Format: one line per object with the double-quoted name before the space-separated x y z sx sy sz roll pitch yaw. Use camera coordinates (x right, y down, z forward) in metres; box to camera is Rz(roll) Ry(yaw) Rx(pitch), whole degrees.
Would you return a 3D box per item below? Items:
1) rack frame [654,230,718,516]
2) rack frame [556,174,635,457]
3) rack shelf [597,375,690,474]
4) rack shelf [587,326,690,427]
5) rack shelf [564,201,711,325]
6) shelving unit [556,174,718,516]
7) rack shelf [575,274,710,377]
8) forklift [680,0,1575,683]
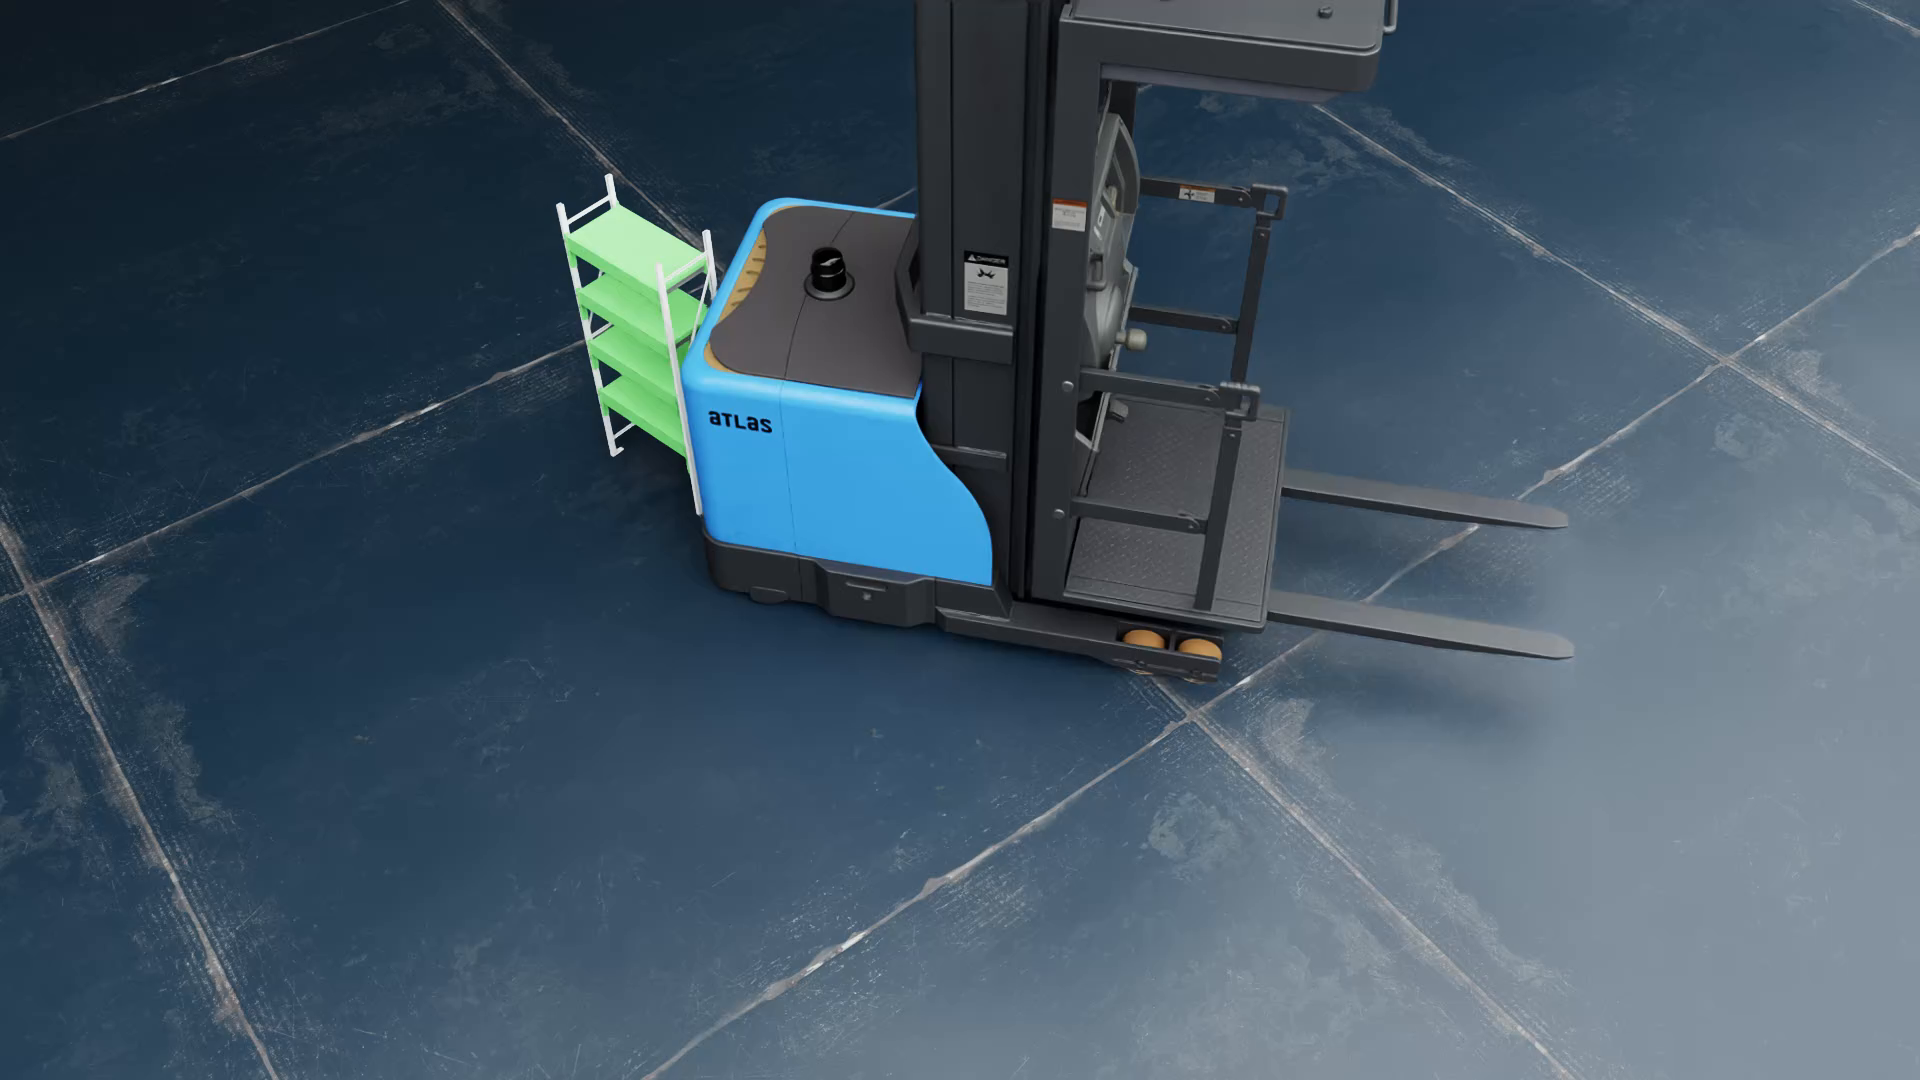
"rack frame" -0.921 -0.567 5.954 0.015 1.200 0.240 32 55 26
"rack frame" -1.293 -0.801 6.167 0.015 1.200 0.240 32 55 26
"rack shelf" -1.107 -0.480 6.286 0.480 0.148 0.258 32 55 26
"rack shelf" -1.107 -0.641 6.108 0.480 0.148 0.258 32 55 26
"rack shelf" -1.107 -0.964 5.752 0.480 0.148 0.258 32 55 26
"shelving unit" -1.107 -0.684 6.060 0.503 1.200 0.258 32 55 26
"rack shelf" -1.107 -0.803 5.930 0.480 0.148 0.258 32 55 26
"forklift" 0.656 -0.918 5.104 3.031 2.935 1.130 9 48 8
